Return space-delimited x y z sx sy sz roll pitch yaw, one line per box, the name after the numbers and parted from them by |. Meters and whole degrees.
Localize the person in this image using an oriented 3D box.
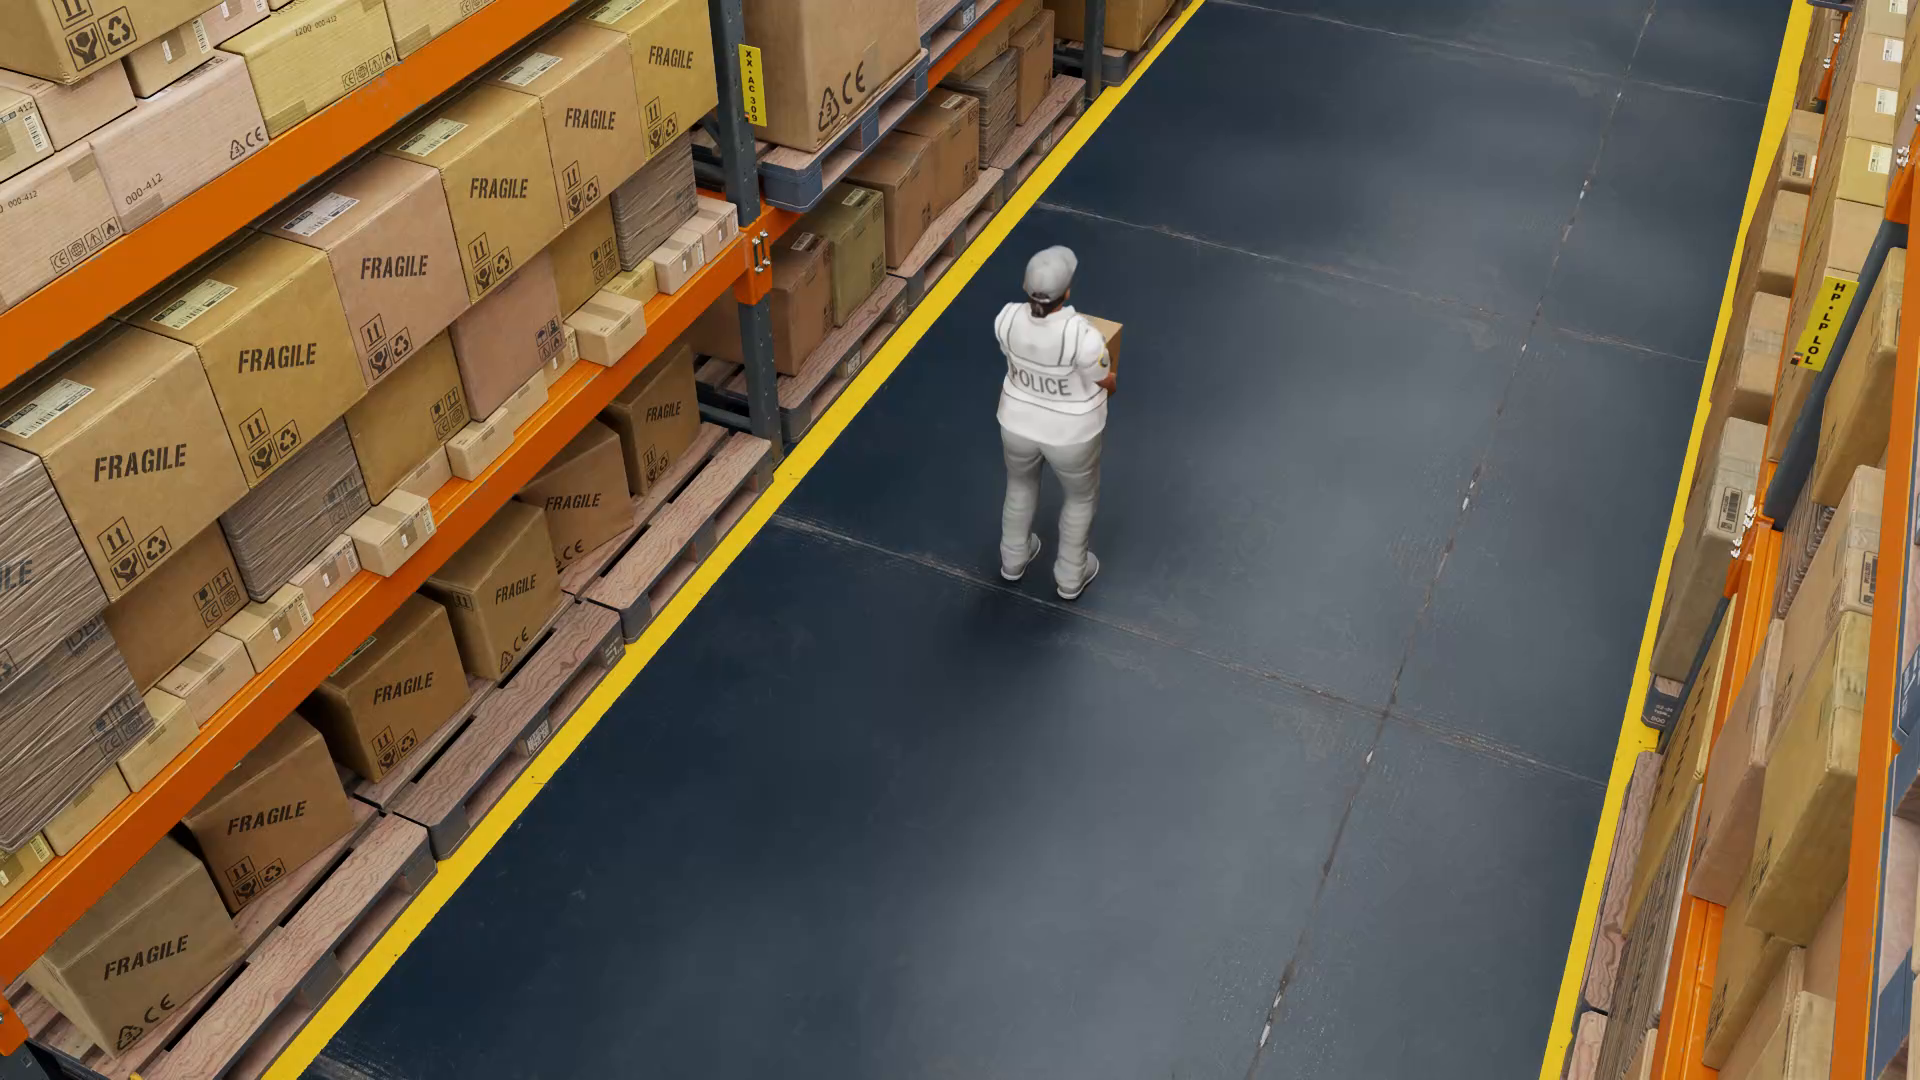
0.395 -0.507 6.724 0.452 1.654 0.535 18 45 19 | person
